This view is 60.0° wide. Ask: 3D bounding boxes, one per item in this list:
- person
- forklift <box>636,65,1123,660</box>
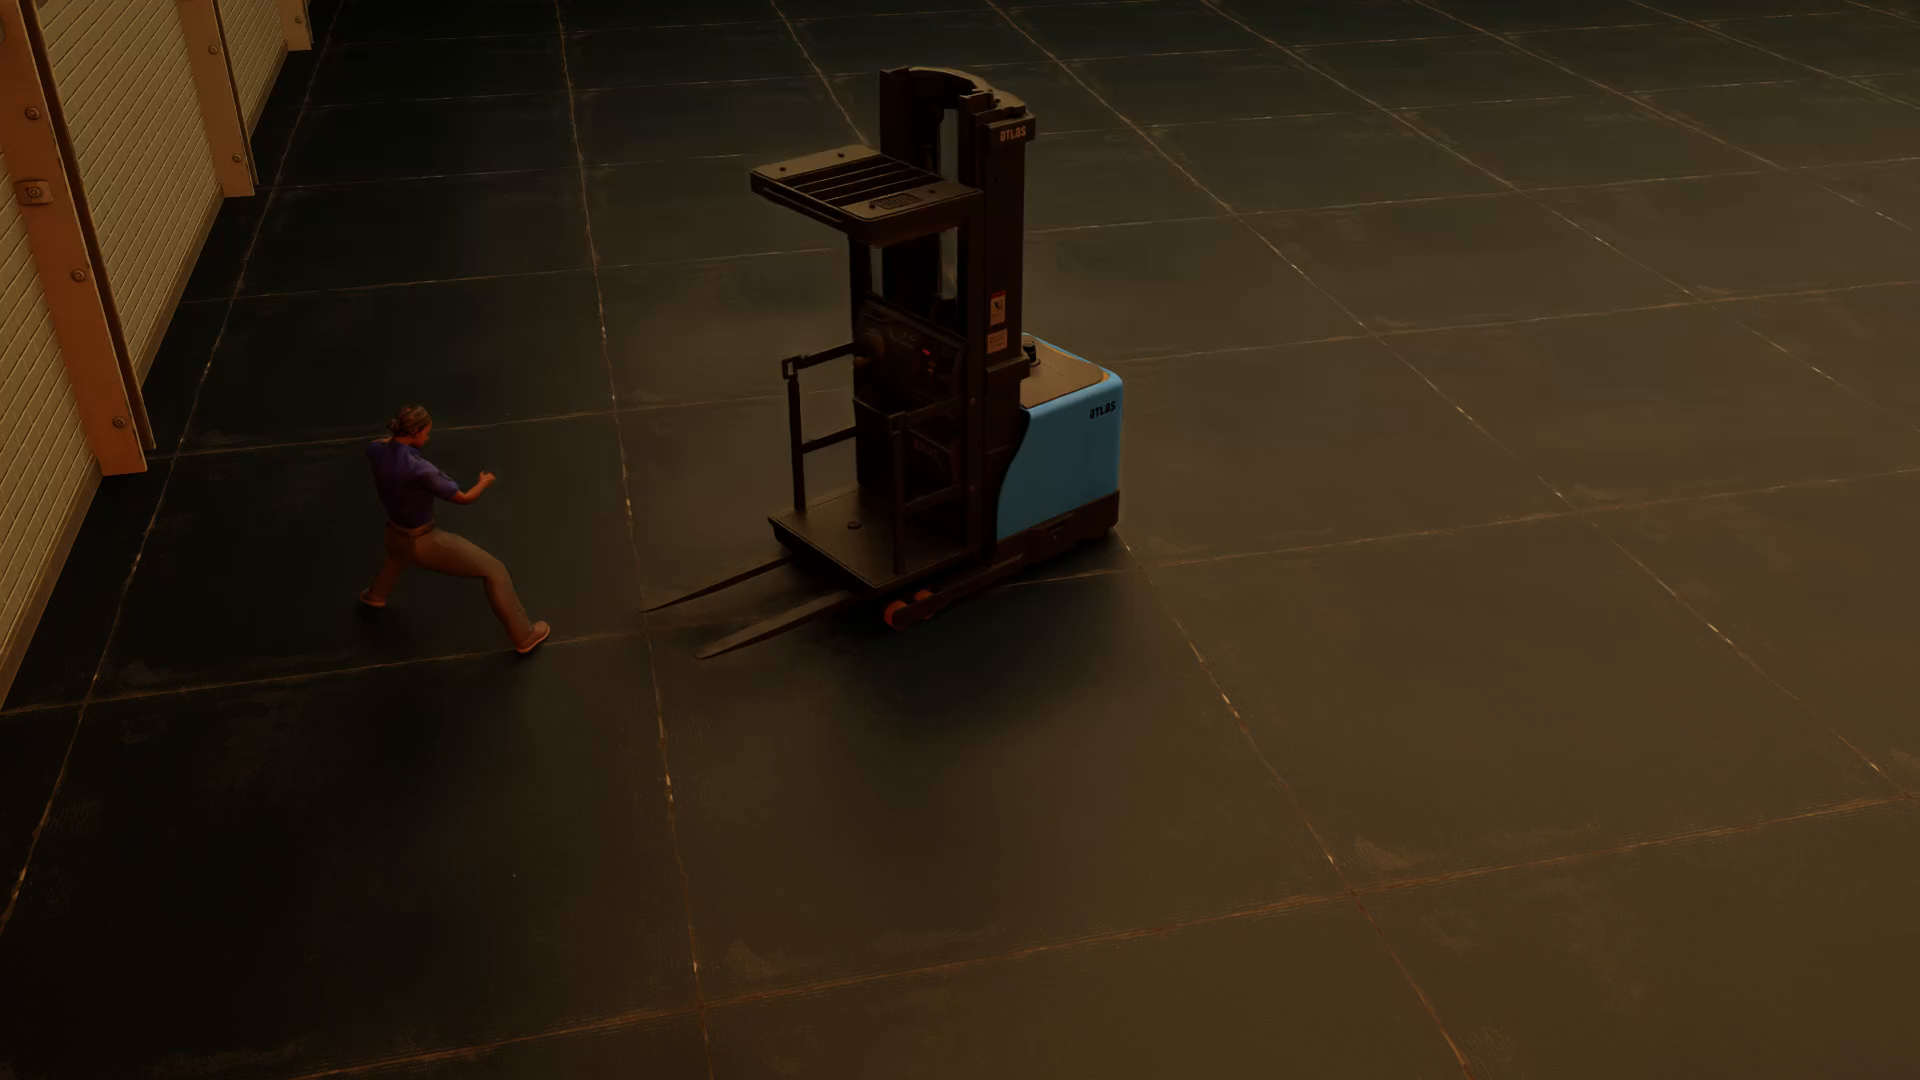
[{"bbox_3d":[-2.940,-0.137,9.310,1.203,1.429,0.609,22,37,33],"label":"person"},{"bbox_3d":[-0.455,-1.046,9.381,3.031,2.935,1.130,-23,37,-33],"label":"forklift"}]
